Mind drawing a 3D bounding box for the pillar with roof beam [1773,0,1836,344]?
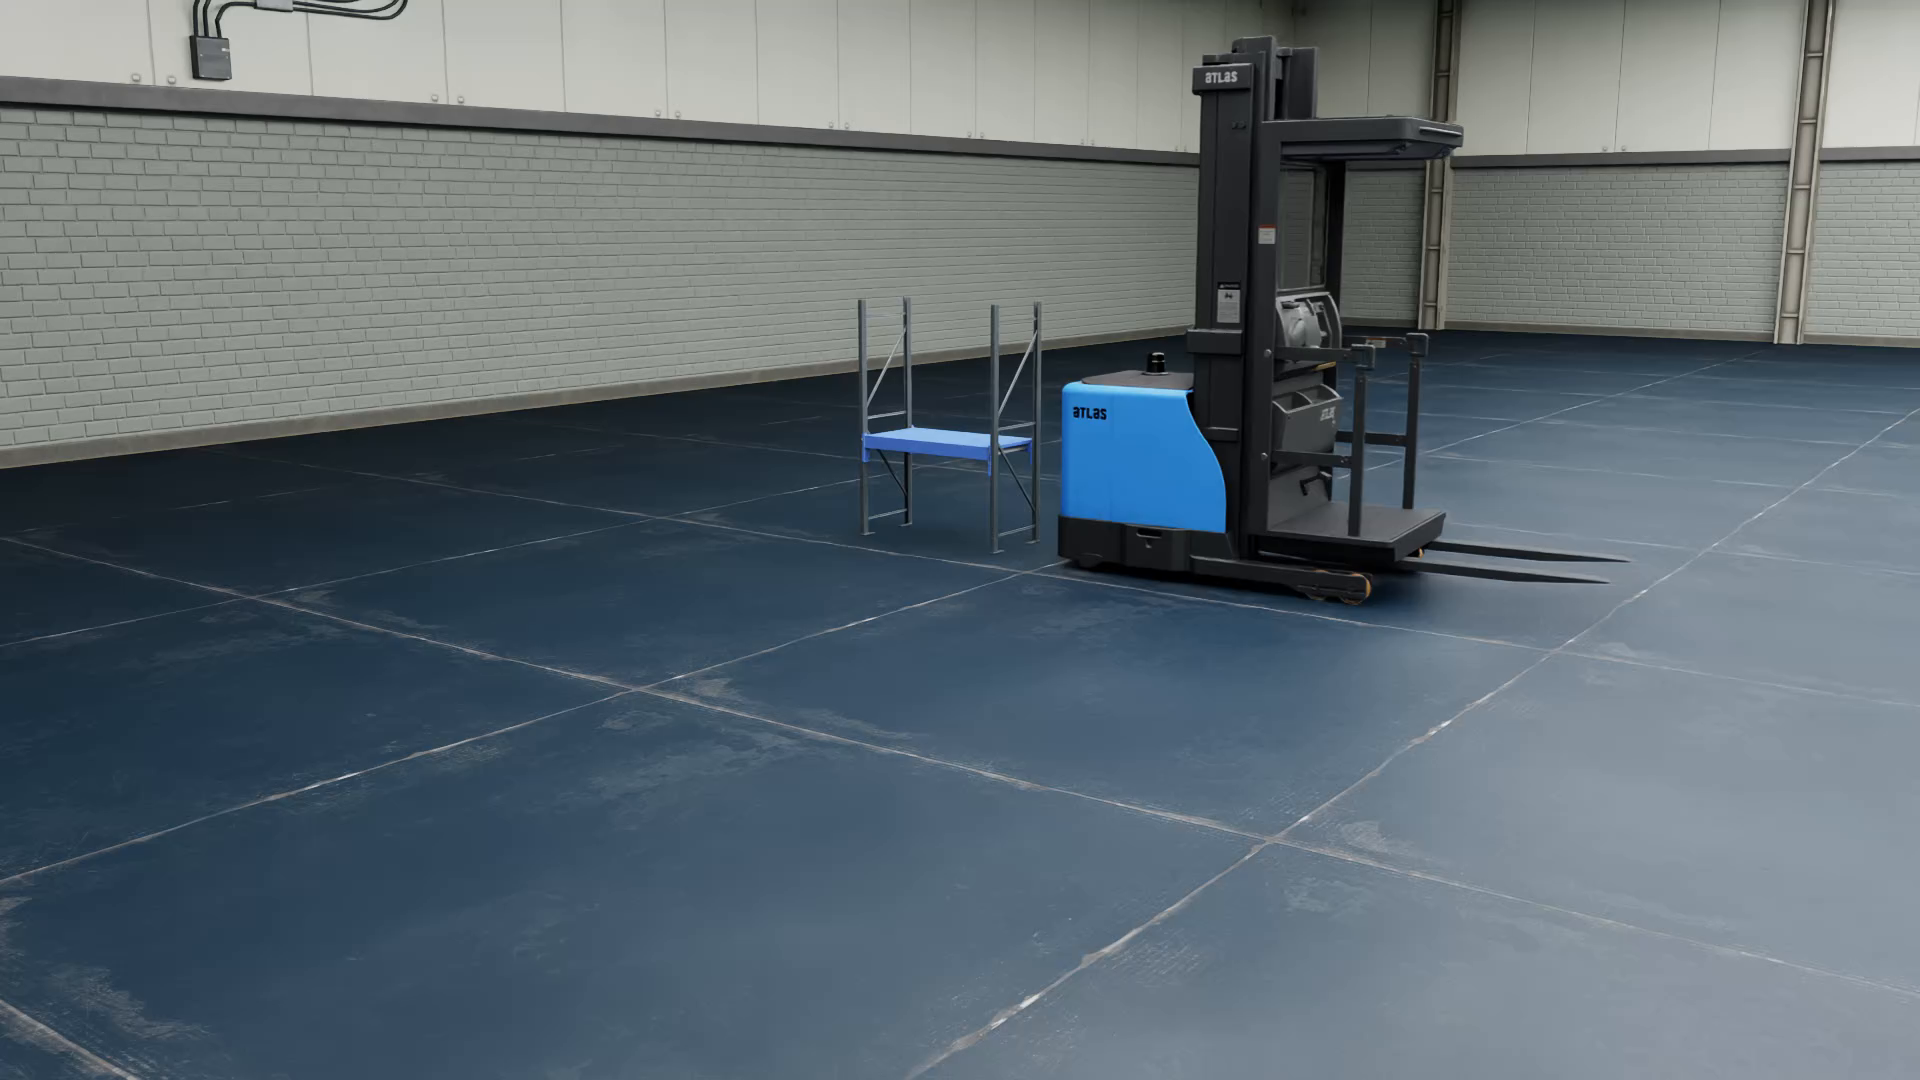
[{"bbox_3d":[10.960,-6.968,22.854,0.400,9.000,9.100,8,13,36],"label":"pillar with roof beam"}]

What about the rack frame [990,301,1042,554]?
[{"bbox_3d":[0.341,-0.689,10.141,0.032,1.500,0.500,8,13,36],"label":"rack frame"}]

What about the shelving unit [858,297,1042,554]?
[{"bbox_3d":[-0.069,-0.746,10.437,1.048,1.500,0.538,8,13,36],"label":"shelving unit"}]

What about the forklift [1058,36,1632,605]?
[{"bbox_3d":[2.098,-1.212,9.080,3.031,2.935,1.130,6,13,30],"label":"forklift"}]

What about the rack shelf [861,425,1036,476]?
[{"bbox_3d":[-0.069,-0.569,10.471,1.000,0.185,0.538,8,13,36],"label":"rack shelf"}]

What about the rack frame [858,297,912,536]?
[{"bbox_3d":[-0.478,-0.803,10.732,0.032,1.500,0.500,8,13,36],"label":"rack frame"}]

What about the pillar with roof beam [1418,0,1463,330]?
[{"bbox_3d":[6.124,-7.642,26.341,0.400,9.000,9.100,8,13,36],"label":"pillar with roof beam"}]

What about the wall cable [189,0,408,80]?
[{"bbox_3d":[-5.933,-7.134,14.759,0.169,6.003,2.305,8,13,36],"label":"wall cable"}]
